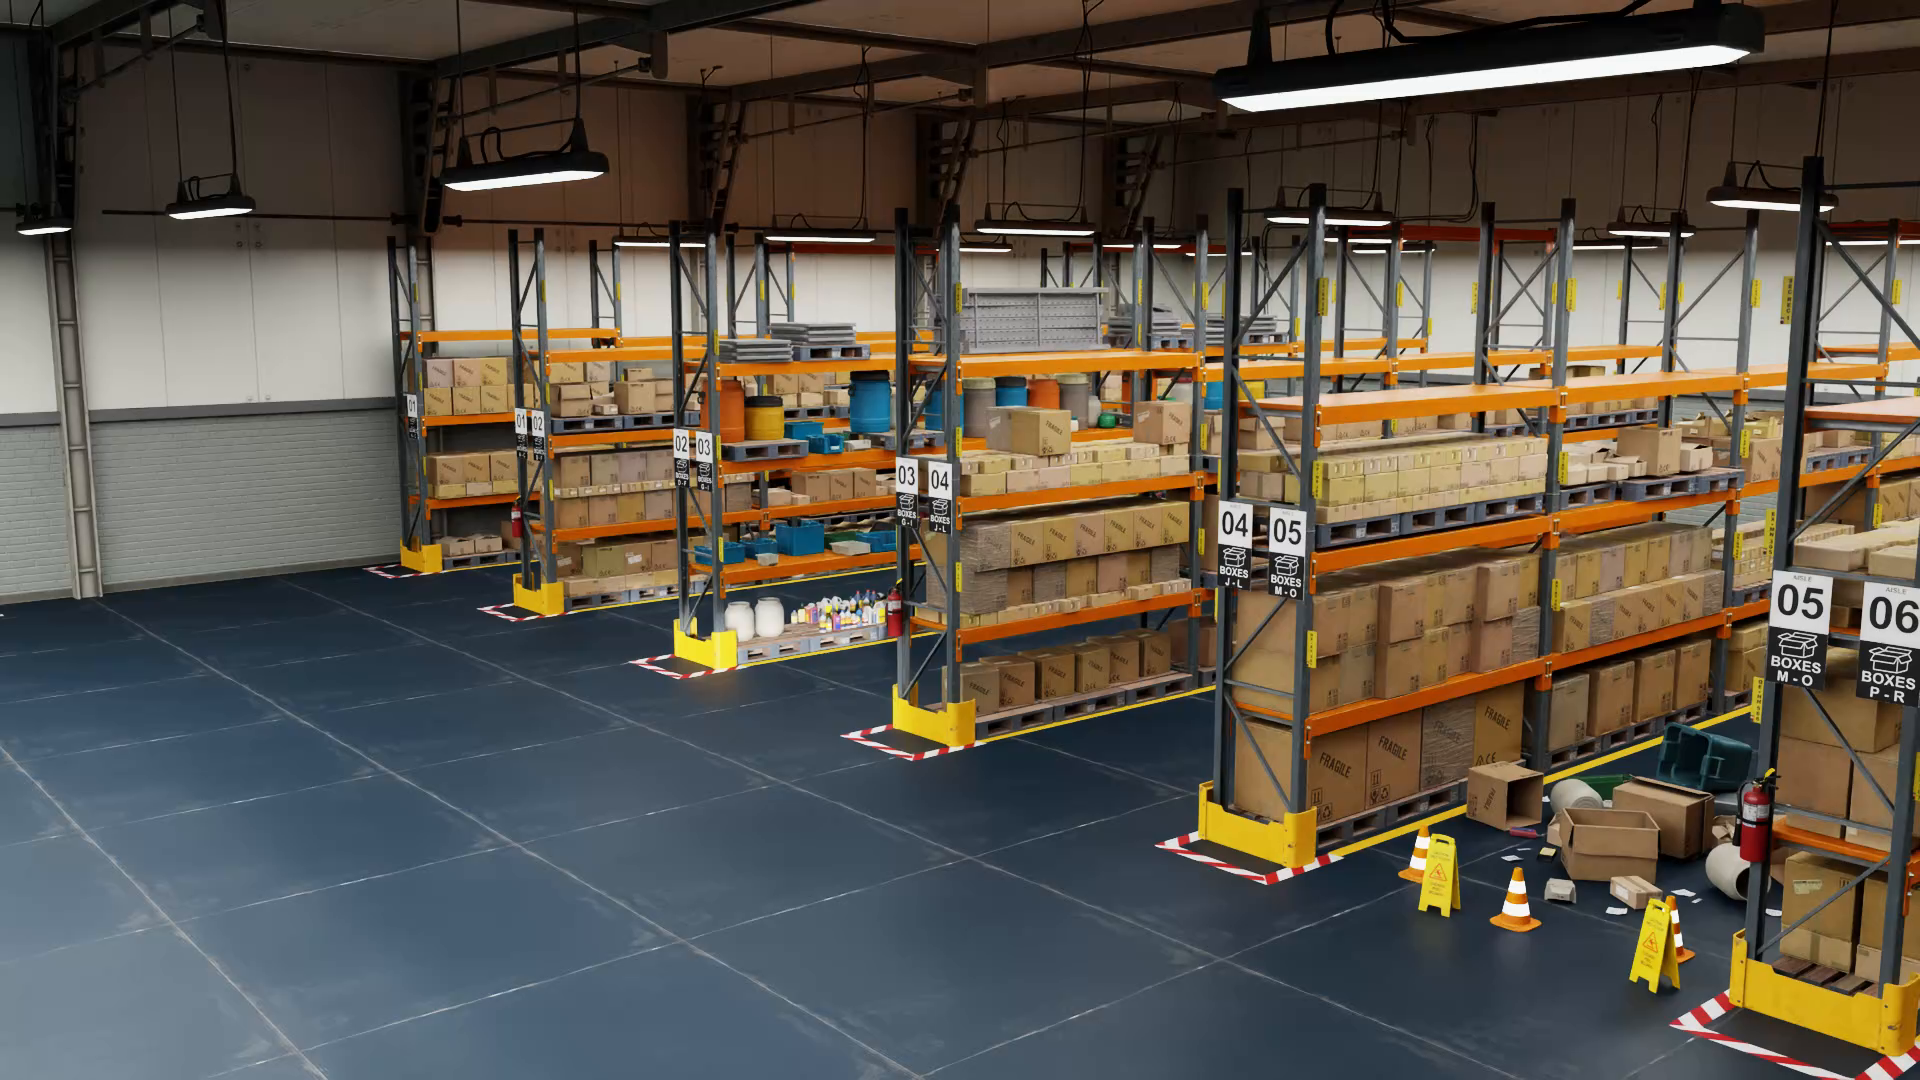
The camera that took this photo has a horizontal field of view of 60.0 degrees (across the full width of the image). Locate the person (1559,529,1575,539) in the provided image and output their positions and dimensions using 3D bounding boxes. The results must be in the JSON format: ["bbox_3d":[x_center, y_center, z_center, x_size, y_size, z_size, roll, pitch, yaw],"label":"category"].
[{"bbox_3d":[8.967,0.545,24.578,0.892,1.804,0.667,-9,12,-44],"label":"person"}]
